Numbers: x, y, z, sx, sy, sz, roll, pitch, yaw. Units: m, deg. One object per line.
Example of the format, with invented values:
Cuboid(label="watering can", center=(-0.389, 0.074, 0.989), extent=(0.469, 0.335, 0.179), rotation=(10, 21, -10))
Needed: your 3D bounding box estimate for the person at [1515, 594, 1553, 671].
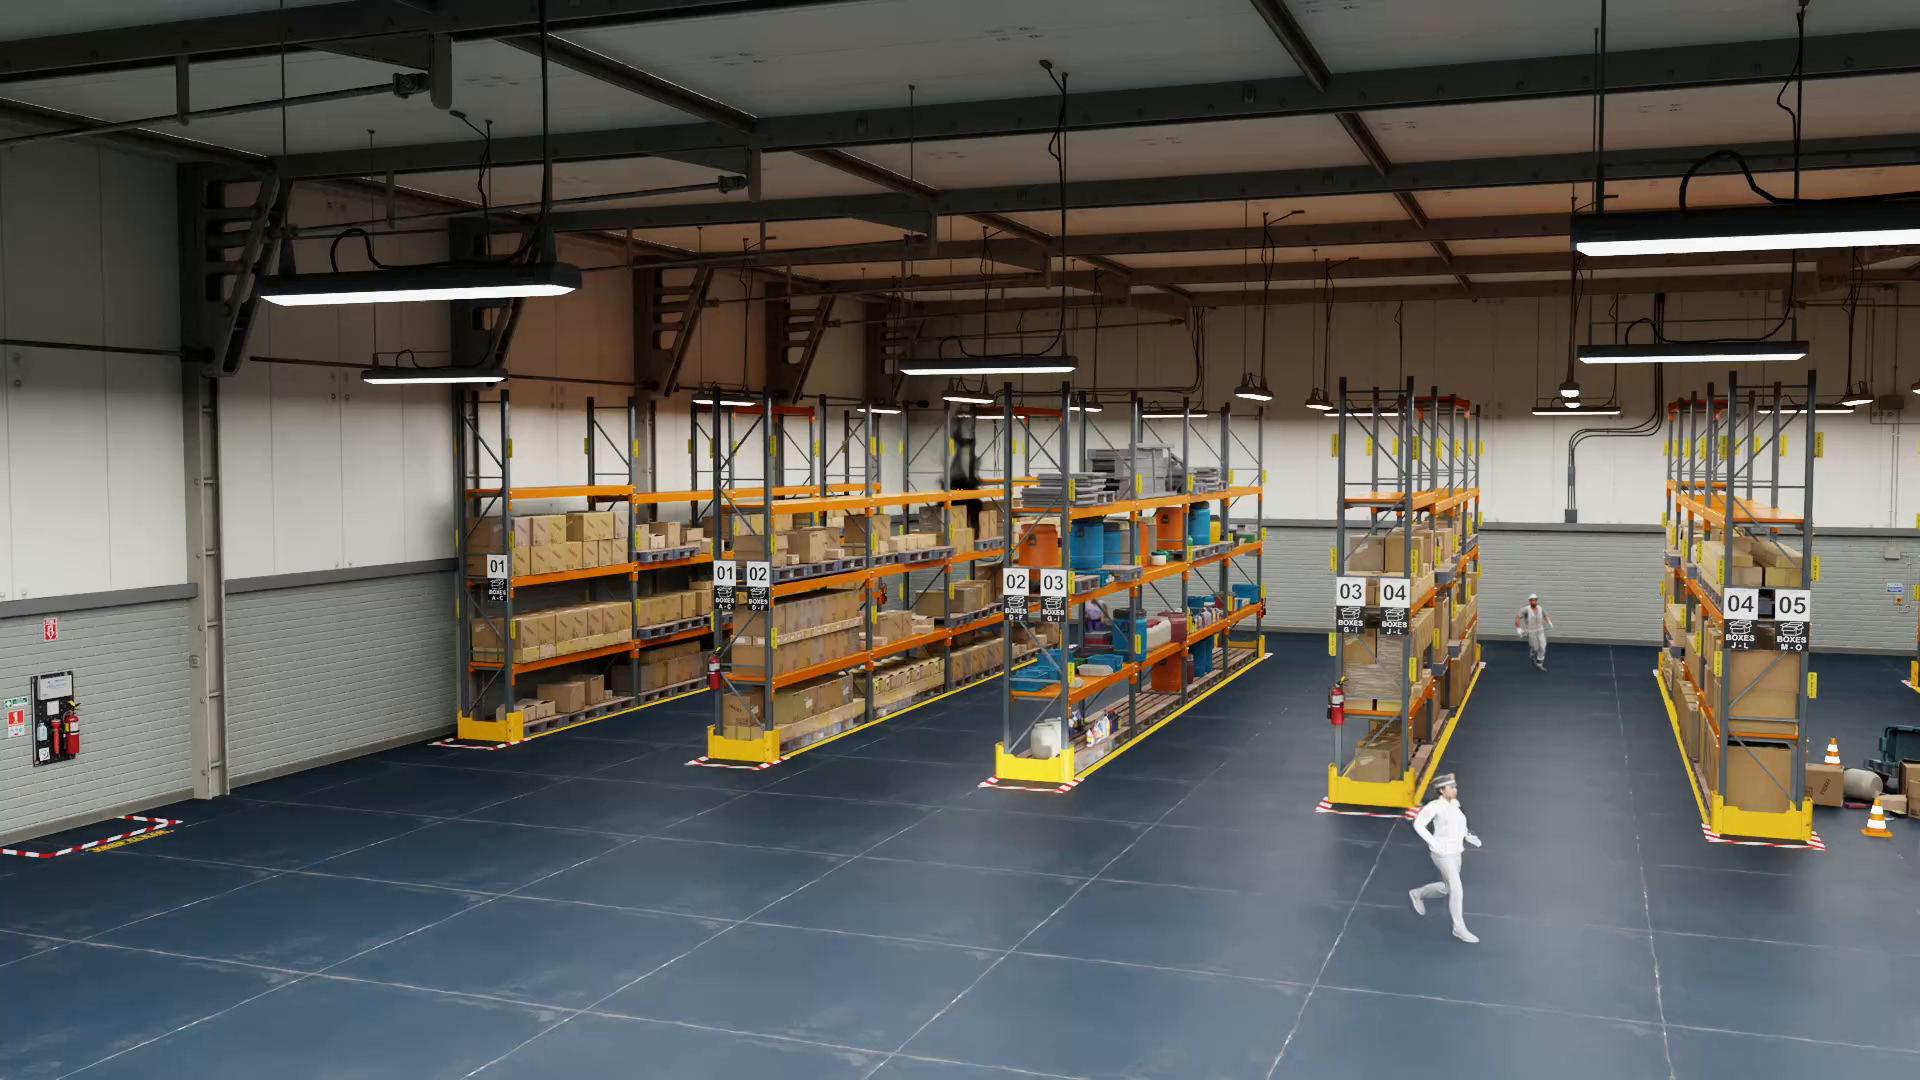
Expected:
Cuboid(label="person", center=(12.912, 2.080, 37.452), extent=(0.785, 1.739, 0.610), rotation=(0, 3, -3))

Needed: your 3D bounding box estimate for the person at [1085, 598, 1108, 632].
Cuboid(label="person", center=(3.096, 1.942, 38.475), extent=(0.573, 1.606, 0.686), rotation=(1, 3, 14))

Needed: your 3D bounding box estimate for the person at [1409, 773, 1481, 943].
Cuboid(label="person", center=(4.978, 3.230, 17.120), extent=(0.618, 1.696, 0.821), rotation=(-3, 4, -41))
